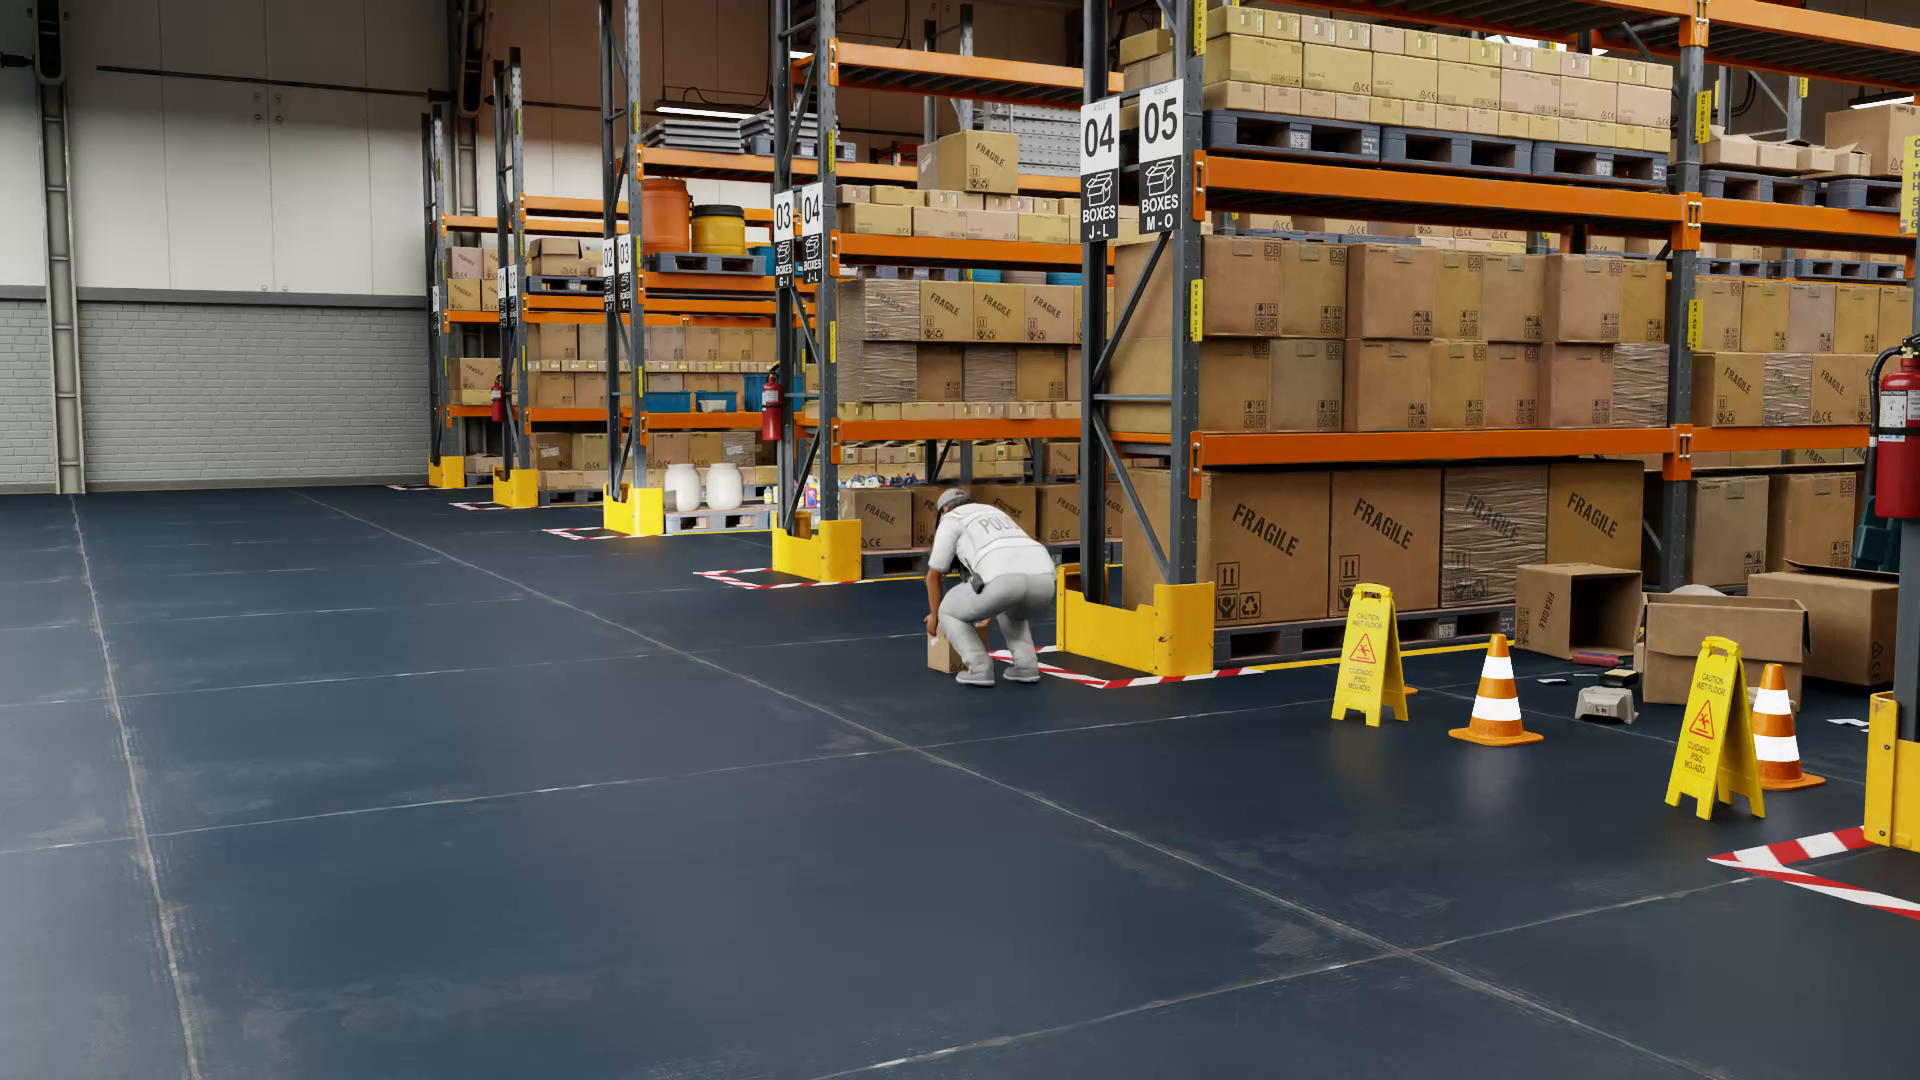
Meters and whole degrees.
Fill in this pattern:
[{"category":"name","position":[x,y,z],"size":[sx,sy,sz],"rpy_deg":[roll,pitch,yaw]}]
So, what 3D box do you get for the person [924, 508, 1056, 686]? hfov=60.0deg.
[{"category":"person","position":[0.141,0.302,8.906],"size":[0.521,0.907,0.858],"rpy_deg":[-3,6,-28]}]
